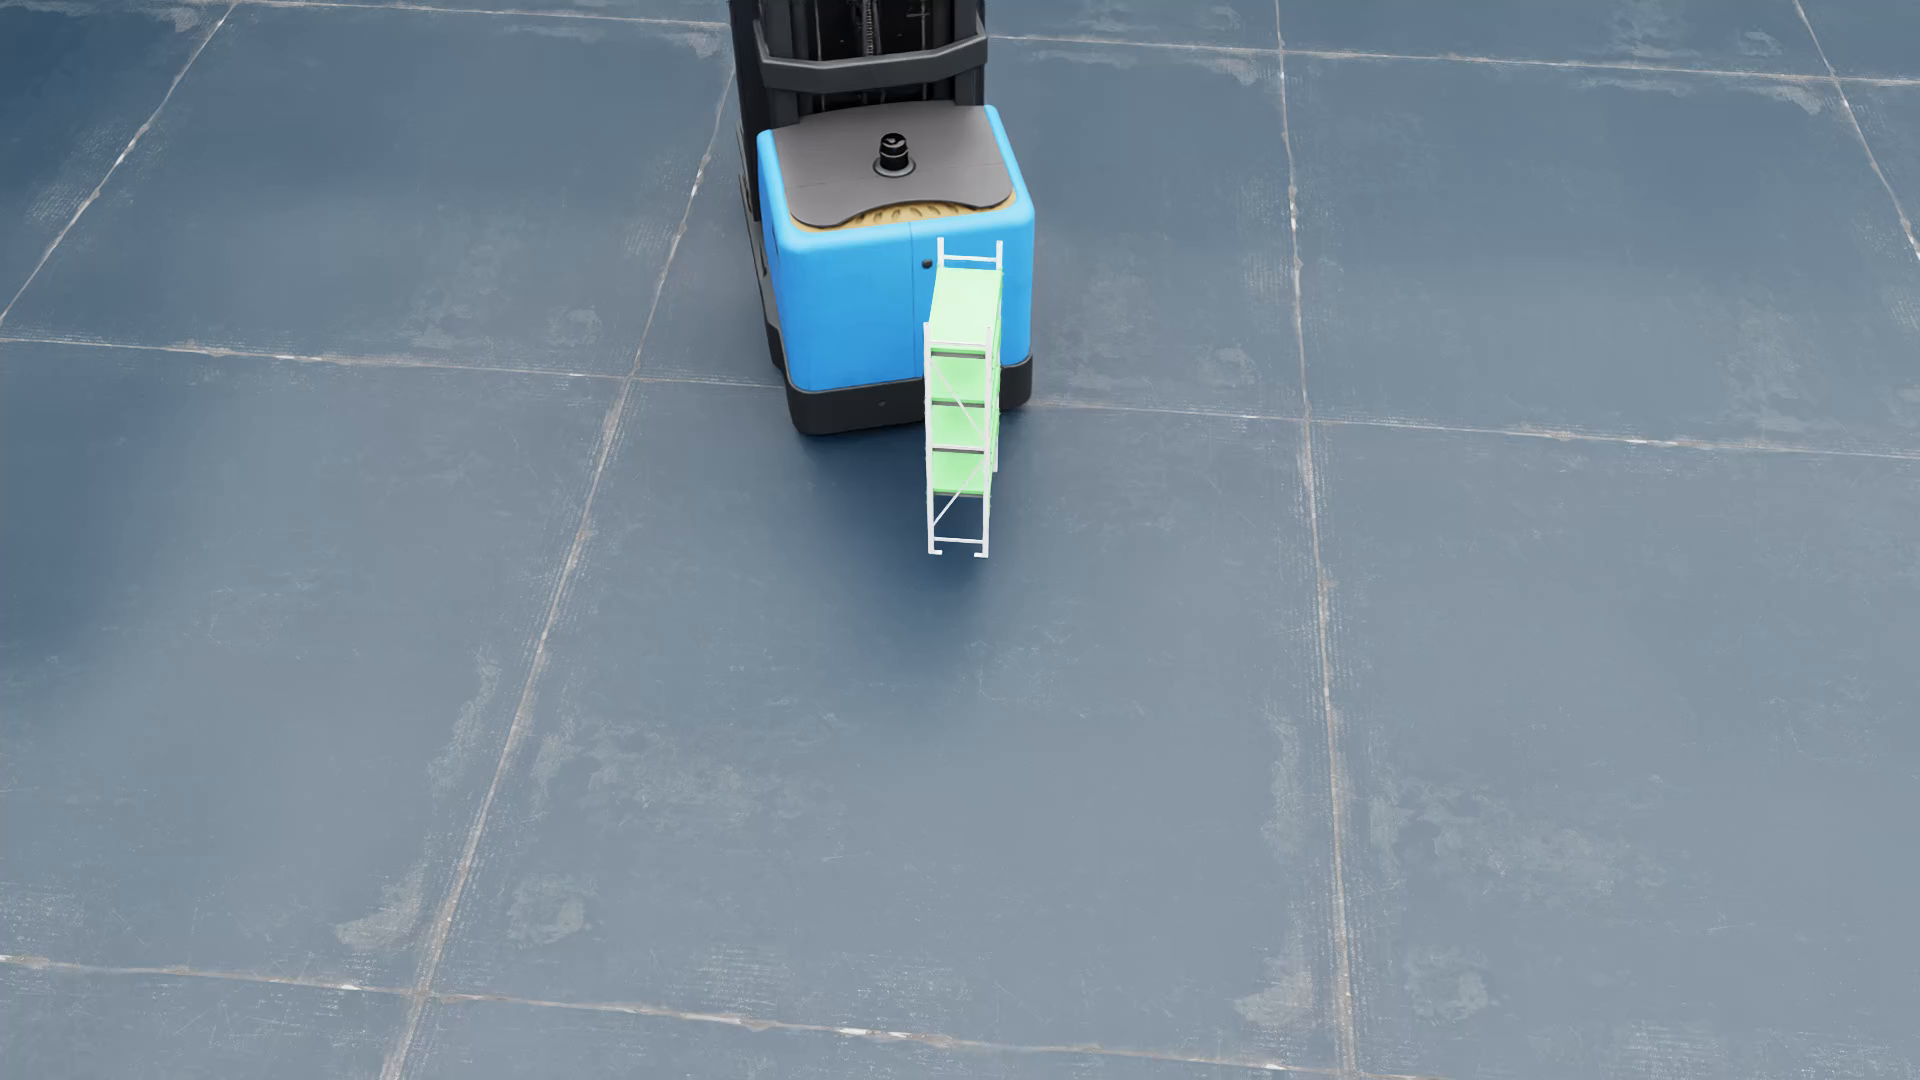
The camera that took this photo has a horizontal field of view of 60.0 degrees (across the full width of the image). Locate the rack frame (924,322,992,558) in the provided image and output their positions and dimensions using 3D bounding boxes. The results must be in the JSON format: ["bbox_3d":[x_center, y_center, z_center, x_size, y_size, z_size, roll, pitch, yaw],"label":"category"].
[{"bbox_3d":[-0.007,-0.347,6.280,0.240,1.200,0.015,4,48,4],"label":"rack frame"}]

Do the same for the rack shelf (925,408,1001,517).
[{"bbox_3d":[0.015,-0.321,6.669,0.258,0.148,0.480,4,48,4],"label":"rack shelf"}]

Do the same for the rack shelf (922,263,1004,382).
[{"bbox_3d":[0.015,-0.807,6.137,0.258,0.148,0.480,4,48,4],"label":"rack shelf"}]

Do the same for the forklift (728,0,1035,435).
[{"bbox_3d":[-0.483,-2.546,7.118,1.130,2.935,3.031,-8,48,-8],"label":"forklift"}]

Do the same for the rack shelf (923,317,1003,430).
[{"bbox_3d":[0.015,-0.645,6.314,0.258,0.148,0.480,4,48,4],"label":"rack shelf"}]

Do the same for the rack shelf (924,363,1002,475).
[{"bbox_3d":[0.015,-0.483,6.492,0.258,0.148,0.480,4,48,4],"label":"rack shelf"}]

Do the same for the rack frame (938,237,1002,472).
[{"bbox_3d":[0.037,-0.706,6.608,0.240,1.200,0.015,4,48,4],"label":"rack frame"}]

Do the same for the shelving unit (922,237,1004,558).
[{"bbox_3d":[0.015,-0.527,6.444,0.258,1.200,0.503,4,48,4],"label":"shelving unit"}]
